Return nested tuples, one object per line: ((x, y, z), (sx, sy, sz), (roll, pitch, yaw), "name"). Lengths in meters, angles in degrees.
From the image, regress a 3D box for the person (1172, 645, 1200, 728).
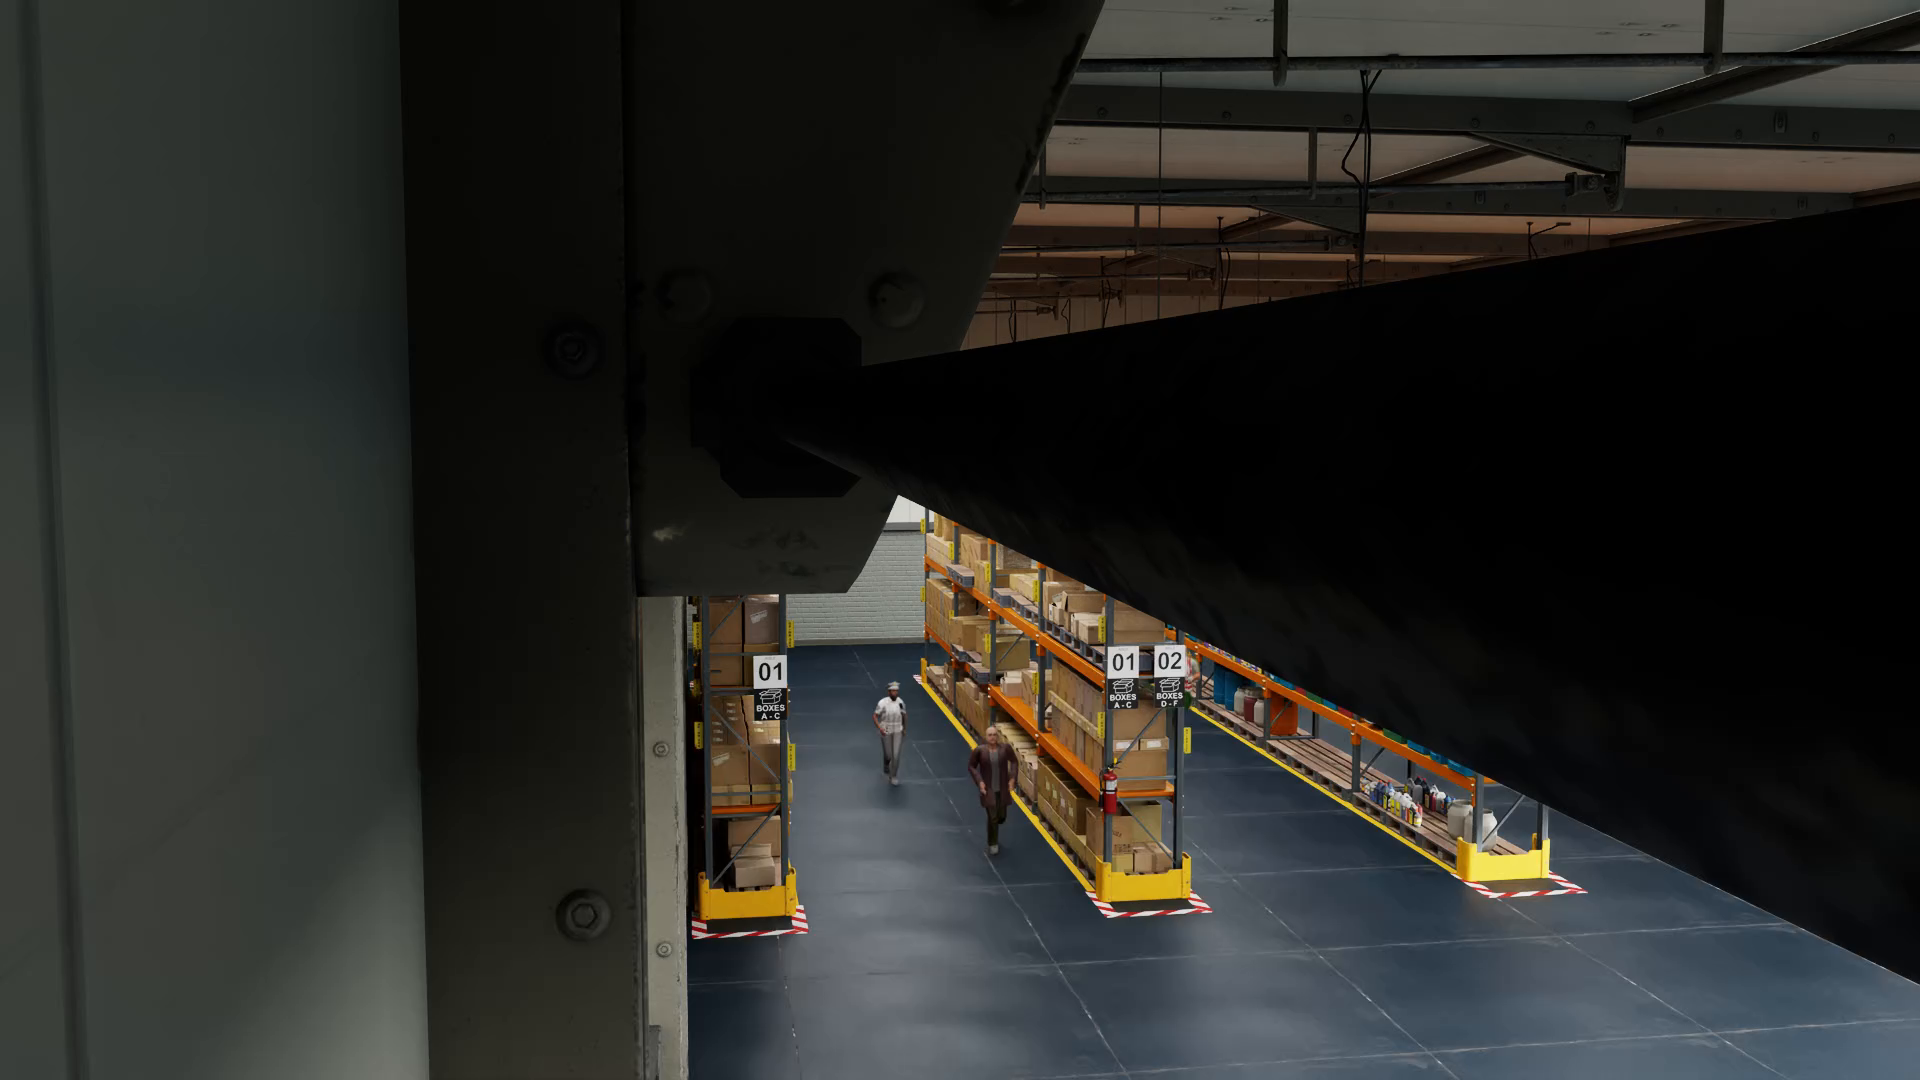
((4.061, 2.781, 30.417), (0.605, 1.834, 1.081), (-1, 5, -9), "person")

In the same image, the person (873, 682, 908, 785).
((-1.122, 3.126, 27.120), (0.574, 1.673, 0.525), (-2, 5, -18), "person")

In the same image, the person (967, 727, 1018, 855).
((0.456, 3.437, 23.082), (0.717, 1.755, 0.716), (-1, 5, -7), "person")
